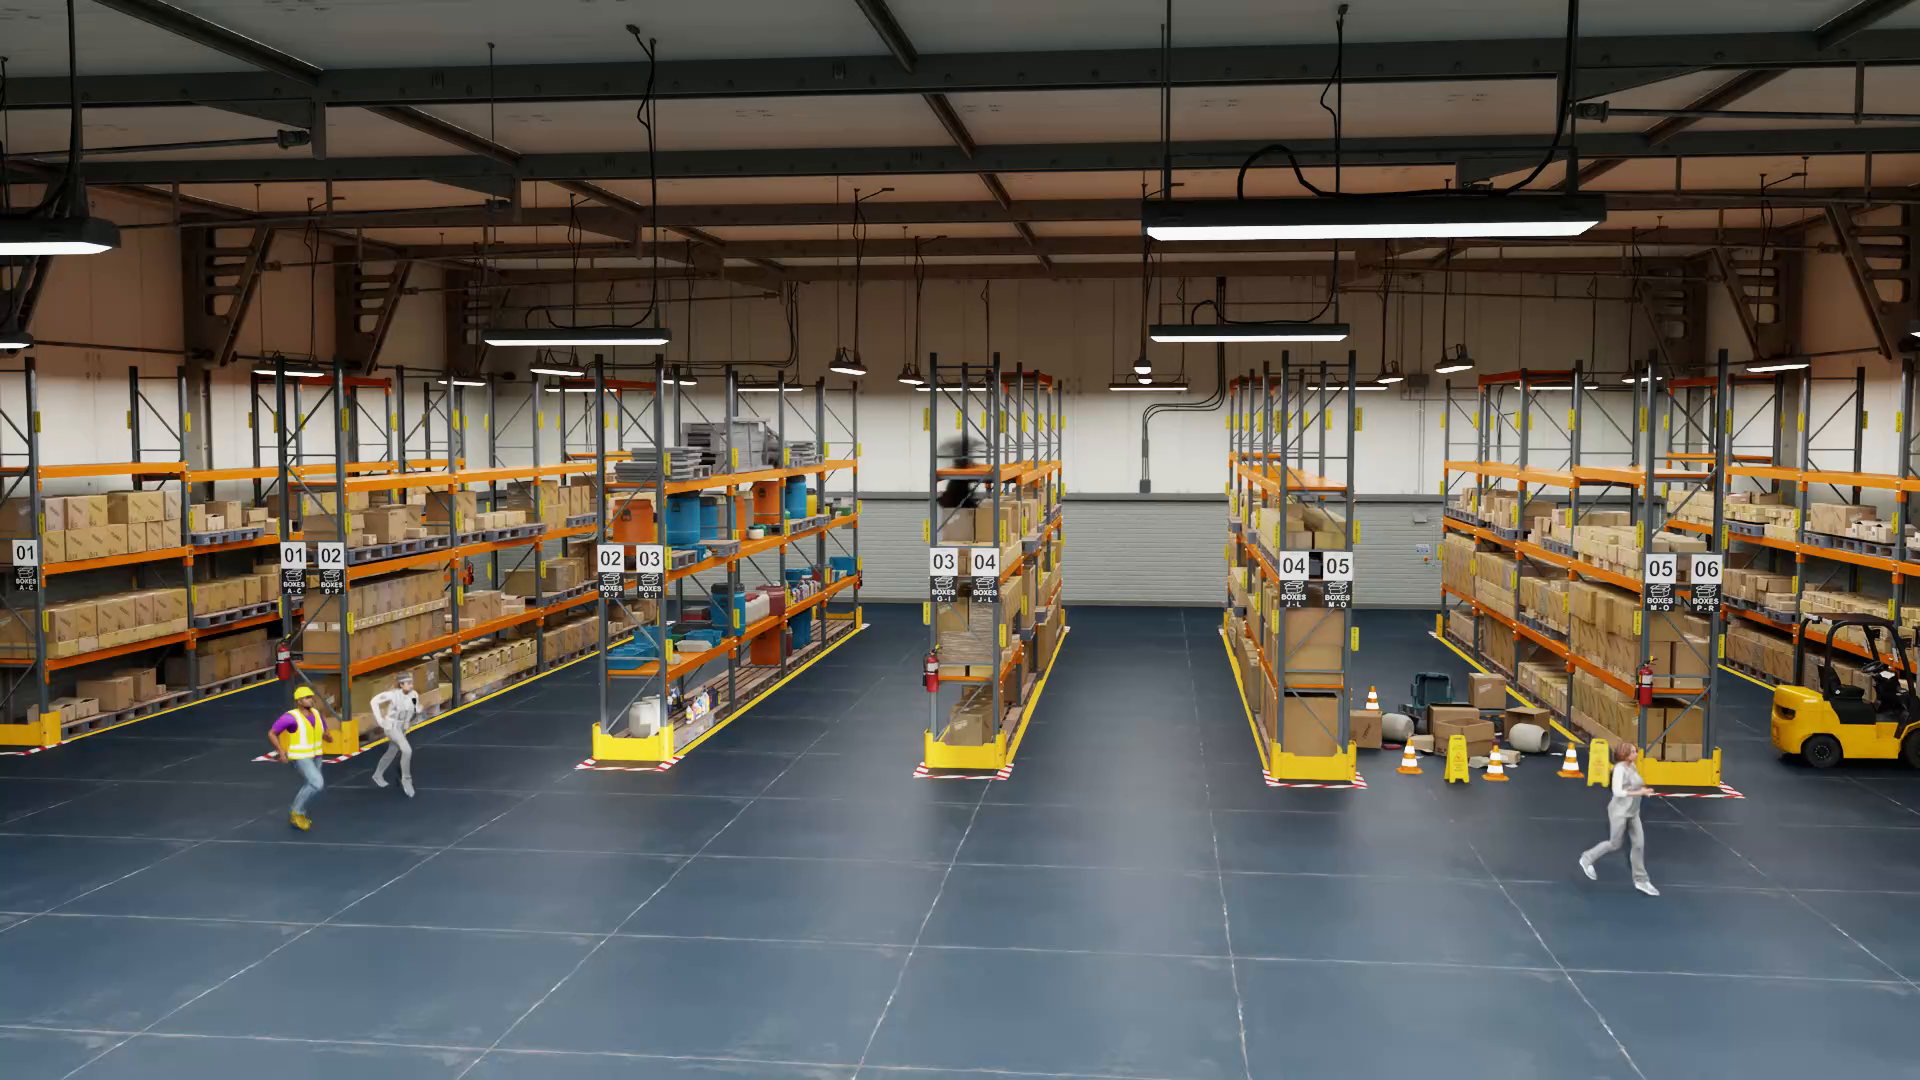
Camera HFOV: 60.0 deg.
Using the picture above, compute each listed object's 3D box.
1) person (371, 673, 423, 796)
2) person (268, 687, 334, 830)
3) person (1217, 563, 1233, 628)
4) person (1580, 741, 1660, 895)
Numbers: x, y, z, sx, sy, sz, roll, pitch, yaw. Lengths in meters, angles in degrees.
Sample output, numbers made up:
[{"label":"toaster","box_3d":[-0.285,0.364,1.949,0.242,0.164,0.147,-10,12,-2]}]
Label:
[{"label":"person","box_3d":[-7.628,2.599,22.471,0.890,1.672,0.619,2,5,27]},{"label":"person","box_3d":[-8.009,2.678,20.422,0.683,1.754,0.676,2,4,21]},{"label":"person","box_3d":[6.700,1.301,40.576,0.894,1.701,0.648,-1,4,-8]},{"label":"person","box_3d":[7.052,2.927,17.734,0.565,1.597,0.859,-4,6,-43]}]
